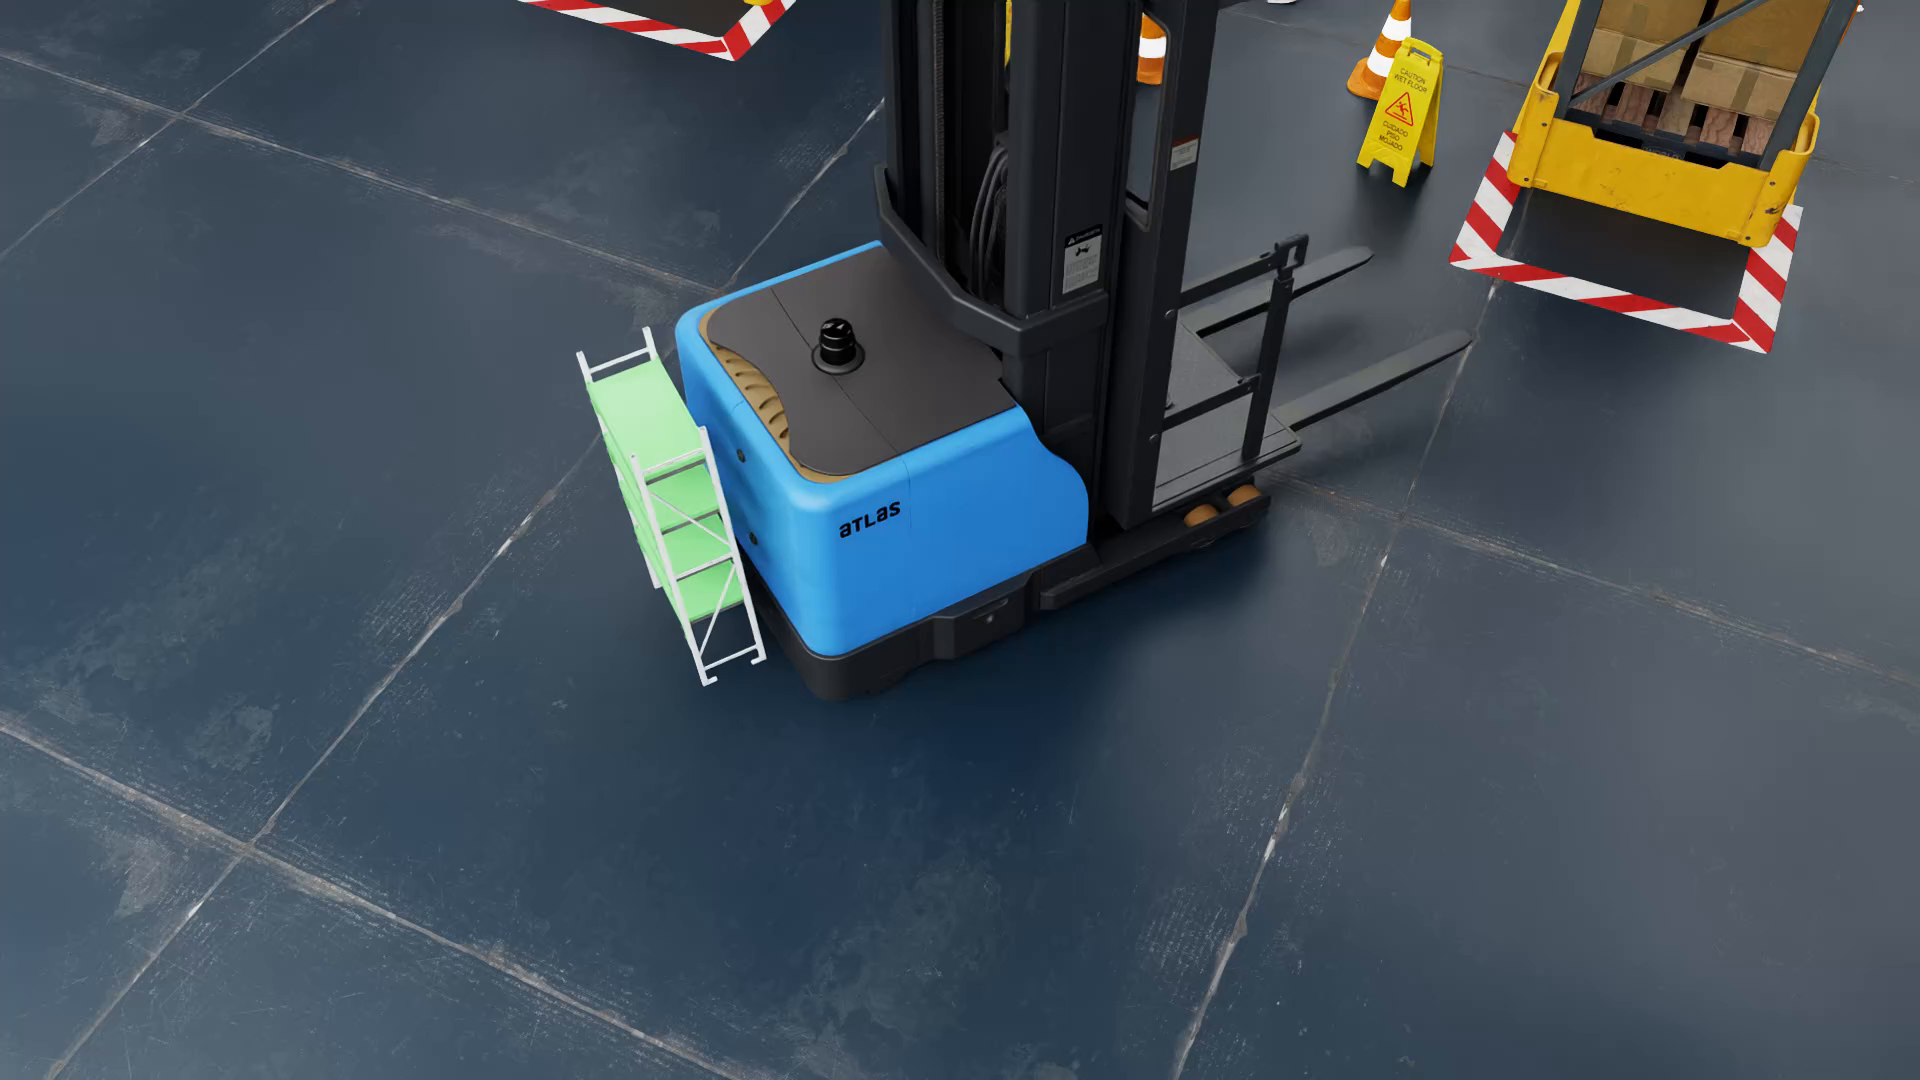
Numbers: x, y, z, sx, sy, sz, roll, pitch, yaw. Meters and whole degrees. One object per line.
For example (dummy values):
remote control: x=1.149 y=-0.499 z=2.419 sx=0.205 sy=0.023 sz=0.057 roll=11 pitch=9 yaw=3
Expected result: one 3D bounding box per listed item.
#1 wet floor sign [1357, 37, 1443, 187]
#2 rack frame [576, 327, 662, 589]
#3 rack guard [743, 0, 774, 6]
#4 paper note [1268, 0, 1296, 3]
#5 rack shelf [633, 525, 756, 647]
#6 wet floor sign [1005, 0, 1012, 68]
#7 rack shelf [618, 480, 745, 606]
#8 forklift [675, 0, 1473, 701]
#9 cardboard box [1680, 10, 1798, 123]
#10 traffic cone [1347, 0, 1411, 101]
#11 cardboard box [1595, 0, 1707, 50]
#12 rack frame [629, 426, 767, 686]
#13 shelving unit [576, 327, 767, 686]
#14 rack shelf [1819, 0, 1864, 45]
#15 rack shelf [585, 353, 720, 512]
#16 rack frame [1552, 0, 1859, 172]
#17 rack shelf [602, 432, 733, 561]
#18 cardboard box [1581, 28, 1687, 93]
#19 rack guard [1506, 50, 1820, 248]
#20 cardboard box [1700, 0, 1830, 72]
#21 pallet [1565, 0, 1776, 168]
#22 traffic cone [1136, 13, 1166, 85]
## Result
wet floor sign: x=2.023 y=-1.957 z=7.491 sx=0.232 sy=0.644 sz=0.267 roll=-37 pitch=59 yaw=-27
rack frame: x=-1.048 y=-0.246 z=5.661 sx=0.240 sy=1.200 sz=0.015 roll=-23 pitch=53 yaw=-14
rack guard: x=-1.458 y=-3.217 z=8.659 sx=1.175 sy=0.500 sz=0.348 roll=20 pitch=52 yaw=16
paper note: x=1.675 y=-2.839 z=8.646 sx=0.148 sy=0.019 sz=0.142 roll=4 pitch=50 yaw=3
rack shelf: x=-0.920 y=0.110 z=5.756 sx=0.258 sy=0.148 sz=0.480 roll=-23 pitch=53 yaw=-14
wet floor sign: x=0.331 y=-2.616 z=8.053 sx=0.267 sy=0.644 sz=0.232 roll=12 pitch=51 yaw=10
rack shelf: x=-0.934 y=-0.040 z=5.569 sx=0.258 sy=0.148 sz=0.480 roll=-23 pitch=53 yaw=-14
forklift: x=0.576 y=-1.247 z=5.387 sx=3.031 sy=2.935 sz=1.130 roll=-24 pitch=54 yaw=-19
cardboard box: x=3.666 y=-2.213 z=7.693 sx=0.500 sy=0.250 sz=0.500 roll=19 pitch=52 yaw=16
traffic cone: x=2.089 y=-2.396 z=7.985 sx=0.336 sy=0.463 sz=0.334 roll=20 pitch=52 yaw=16
cardboard box: x=3.178 y=-2.627 z=7.553 sx=0.500 sy=0.500 sz=0.500 roll=20 pitch=53 yaw=16
rack frame: x=-0.828 y=0.086 z=5.378 sx=0.240 sy=1.200 sz=0.015 roll=-23 pitch=53 yaw=-14
shelving unit: x=-0.938 y=-0.080 z=5.520 sx=0.258 sy=1.200 sz=0.503 roll=-23 pitch=53 yaw=-14
rack shelf: x=3.926 y=-3.647 z=7.856 sx=1.077 sy=0.370 sz=4.000 roll=20 pitch=52 yaw=16
rack shelf: x=-0.962 y=-0.340 z=5.196 sx=0.258 sy=0.148 sz=0.480 roll=-23 pitch=53 yaw=-14
rack frame: x=3.071 y=-2.502 z=6.410 sx=1.000 sy=3.000 sz=0.127 roll=20 pitch=52 yaw=16
rack shelf: x=-0.948 y=-0.190 z=5.382 sx=0.258 sy=0.148 sz=0.480 roll=-23 pitch=53 yaw=-14
cardboard box: x=3.184 y=-2.408 z=7.859 sx=0.500 sy=0.250 sz=0.500 roll=20 pitch=52 yaw=16
rack guard: x=3.104 y=-1.745 z=7.406 sx=1.175 sy=0.500 sz=0.348 roll=20 pitch=52 yaw=16
cardboard box: x=3.676 y=-2.473 z=7.422 sx=0.500 sy=0.500 sz=0.500 roll=18 pitch=52 yaw=15
pallet: x=3.483 y=-2.199 z=7.983 sx=1.003 sy=0.211 sz=1.213 roll=20 pitch=52 yaw=16
traffic cone: x=0.940 y=-2.523 z=8.093 sx=0.336 sy=0.463 sz=0.334 roll=20 pitch=52 yaw=16
